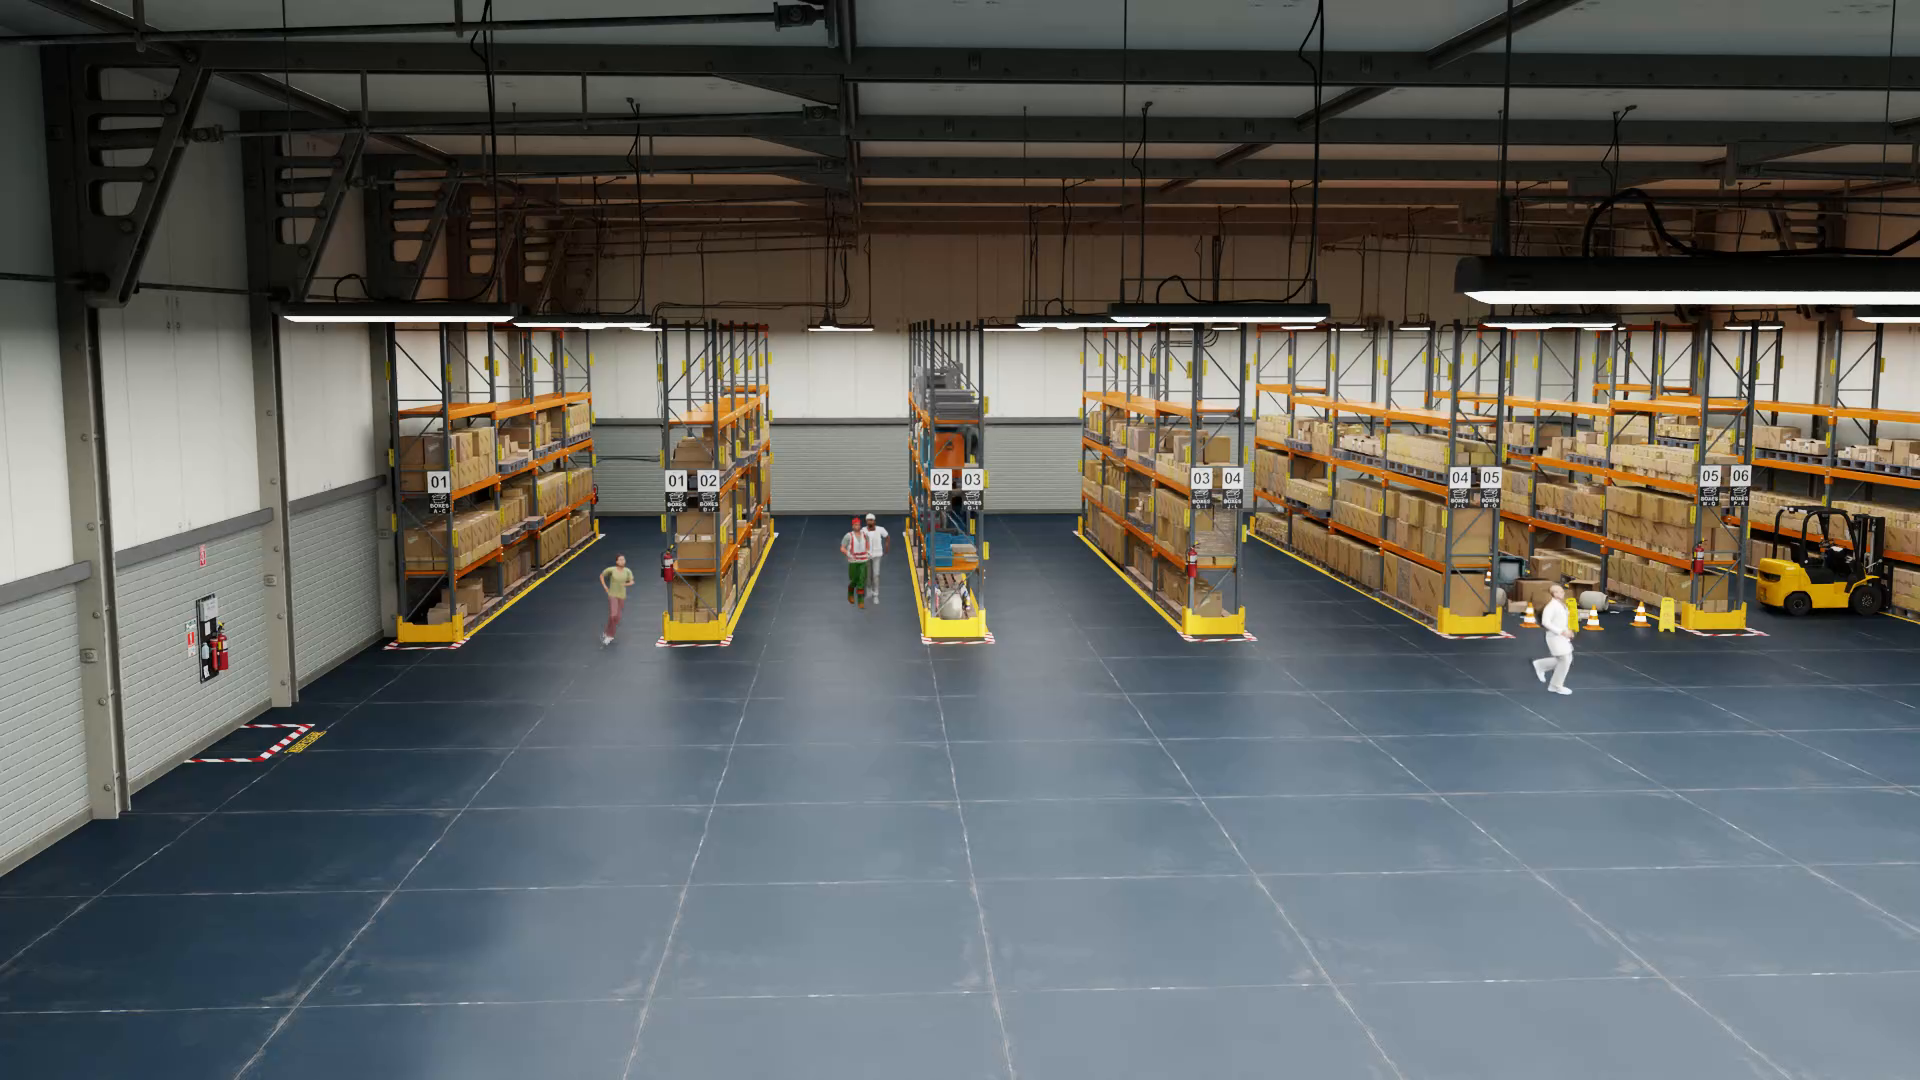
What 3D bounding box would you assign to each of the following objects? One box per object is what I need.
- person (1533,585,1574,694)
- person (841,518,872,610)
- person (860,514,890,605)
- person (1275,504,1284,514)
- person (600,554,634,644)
[{"bbox_3d":[9.517,1.585,26.677,0.652,1.739,0.712,5,8,34],"label":"person"},{"bbox_3d":[-2.048,0.456,33.259,0.656,1.799,0.815,-3,8,-21],"label":"person"},{"bbox_3d":[-1.795,0.369,34.071,0.704,1.823,0.847,0,7,-2],"label":"person"},{"bbox_3d":[9.517,-1.217,49.270,0.884,1.685,0.559,-3,8,-26],"label":"person"},{"bbox_3d":[-6.403,1.094,31.047,0.597,1.704,0.615,-5,8,-33],"label":"person"}]
